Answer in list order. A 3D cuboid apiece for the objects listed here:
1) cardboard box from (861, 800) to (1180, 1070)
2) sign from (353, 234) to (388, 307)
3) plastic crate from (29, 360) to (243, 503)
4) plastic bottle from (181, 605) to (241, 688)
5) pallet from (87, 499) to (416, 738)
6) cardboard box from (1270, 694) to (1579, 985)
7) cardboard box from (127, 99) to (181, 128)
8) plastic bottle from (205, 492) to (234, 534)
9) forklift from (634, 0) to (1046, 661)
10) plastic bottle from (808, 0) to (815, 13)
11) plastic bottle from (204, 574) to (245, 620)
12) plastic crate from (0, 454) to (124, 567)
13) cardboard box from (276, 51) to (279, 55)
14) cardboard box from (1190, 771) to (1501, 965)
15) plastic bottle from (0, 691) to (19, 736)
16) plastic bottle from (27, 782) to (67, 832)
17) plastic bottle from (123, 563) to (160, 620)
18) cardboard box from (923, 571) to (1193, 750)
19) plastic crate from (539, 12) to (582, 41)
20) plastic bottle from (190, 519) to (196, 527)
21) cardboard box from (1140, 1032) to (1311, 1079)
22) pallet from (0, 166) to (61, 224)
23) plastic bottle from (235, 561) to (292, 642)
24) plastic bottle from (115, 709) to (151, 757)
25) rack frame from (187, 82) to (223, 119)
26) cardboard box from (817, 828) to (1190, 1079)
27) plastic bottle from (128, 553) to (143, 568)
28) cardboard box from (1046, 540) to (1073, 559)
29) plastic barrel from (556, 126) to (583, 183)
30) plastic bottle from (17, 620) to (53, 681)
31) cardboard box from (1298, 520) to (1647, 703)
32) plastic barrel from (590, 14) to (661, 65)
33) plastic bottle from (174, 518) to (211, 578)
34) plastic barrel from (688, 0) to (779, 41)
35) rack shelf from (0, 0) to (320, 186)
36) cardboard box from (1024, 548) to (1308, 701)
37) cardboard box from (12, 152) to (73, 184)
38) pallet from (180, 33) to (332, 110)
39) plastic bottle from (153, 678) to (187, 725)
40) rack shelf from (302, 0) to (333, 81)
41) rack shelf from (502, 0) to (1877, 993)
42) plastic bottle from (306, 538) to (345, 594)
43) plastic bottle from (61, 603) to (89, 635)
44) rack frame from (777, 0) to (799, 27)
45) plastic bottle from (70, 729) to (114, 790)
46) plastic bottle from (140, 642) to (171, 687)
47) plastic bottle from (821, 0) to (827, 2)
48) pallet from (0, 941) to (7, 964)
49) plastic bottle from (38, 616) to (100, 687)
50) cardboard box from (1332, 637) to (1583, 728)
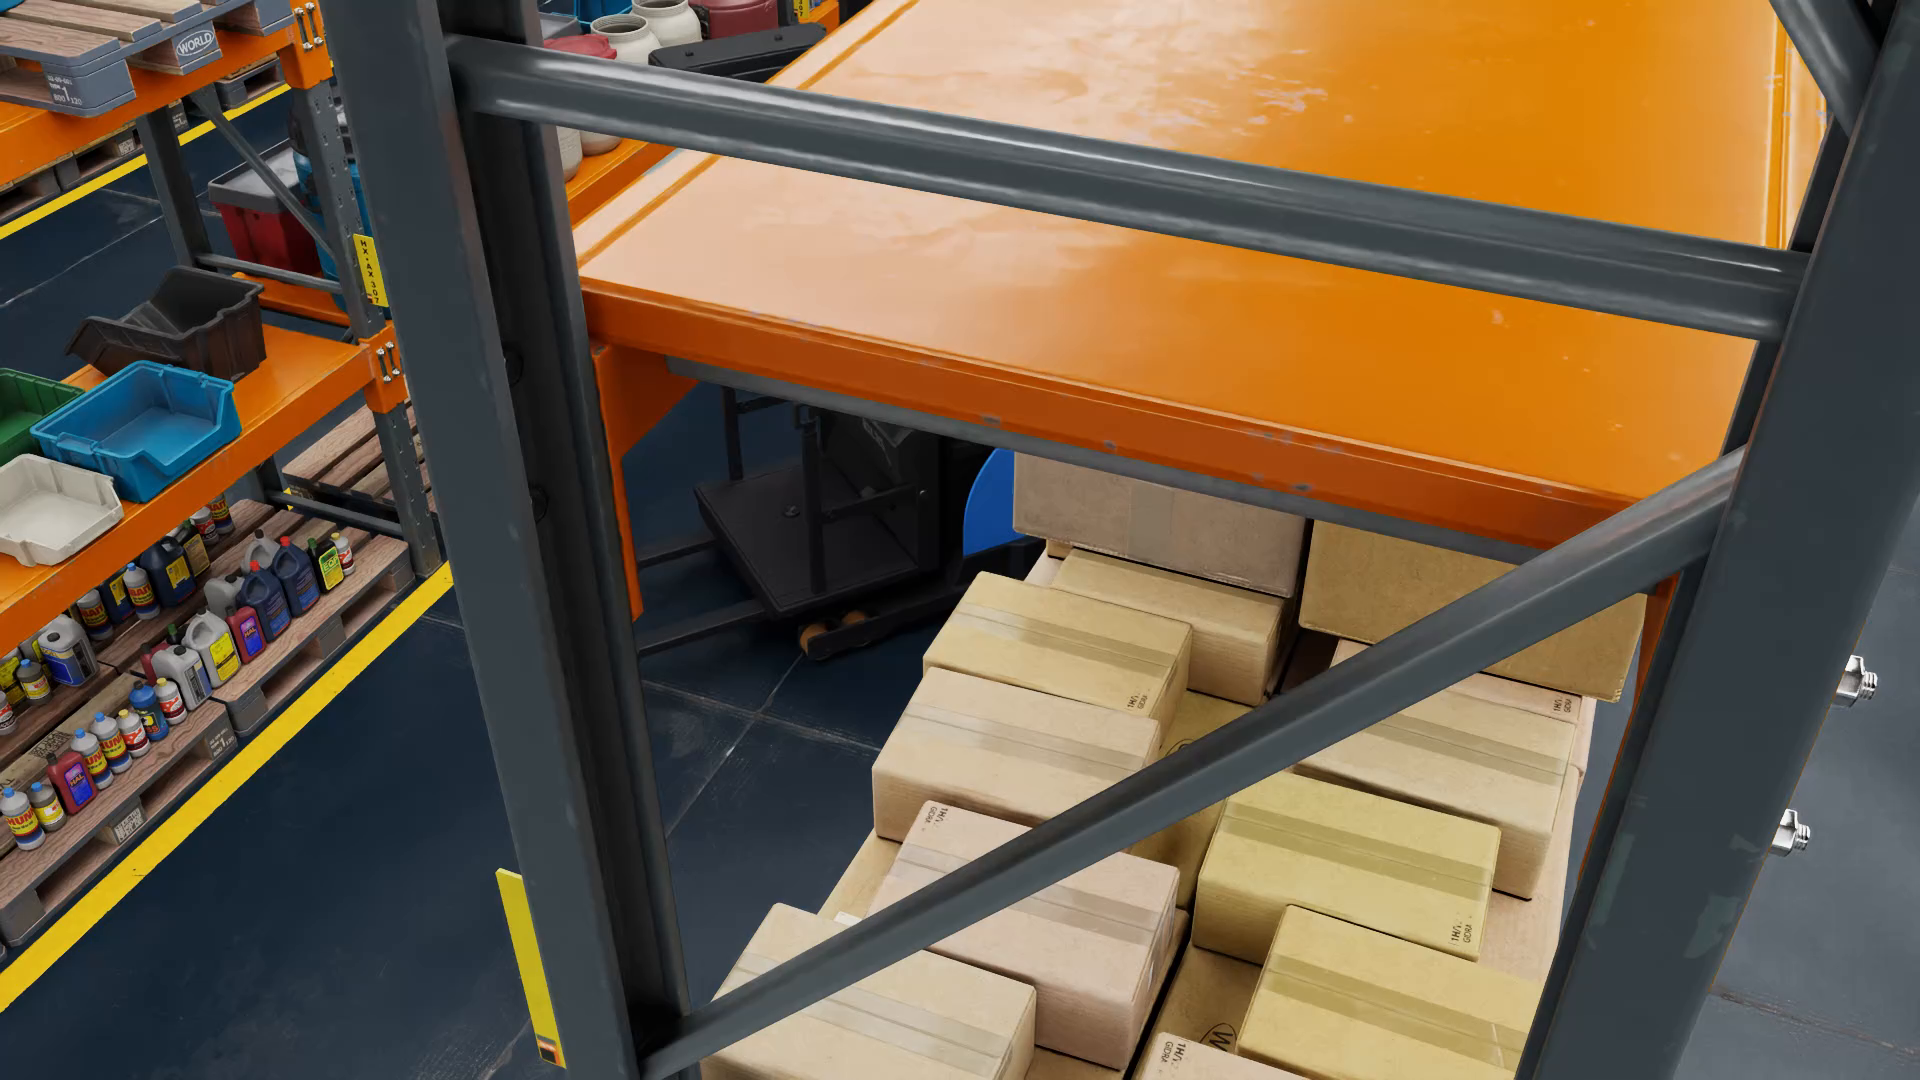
[{"bbox_3d":[0.085,0.540,2.308,0.380,0.149,0.250,13,39,16],"label":"cardboard box"},{"bbox_3d":[-2.493,-1.139,7.037,0.100,0.325,0.005,14,39,18],"label":"sign"},{"bbox_3d":[-3.168,-0.425,6.437,0.499,0.251,0.616,14,39,18],"label":"plastic crate"},{"bbox_3d":[-3.172,0.433,7.010,0.144,0.351,0.185,14,39,17],"label":"plastic bottle"},{"bbox_3d":[-3.292,0.320,7.645,1.003,0.211,1.213,14,39,18],"label":"pallet"},{"bbox_3d":[0.674,0.548,2.632,0.500,0.250,0.500,13,39,17],"label":"cardboard box"},{"bbox_3d":[-6.030,-3.224,12.004,0.500,0.250,0.500,15,39,19],"label":"cardboard box"},{"bbox_3d":[-3.524,-0.166,7.878,0.097,0.271,0.097,0,37,0],"label":"plastic bottle"},{"bbox_3d":[-0.617,-0.995,7.133,3.031,2.935,1.130,-17,40,-22],"label":"forklift"},{"bbox_3d":[-1.012,-3.490,10.517,0.152,0.276,0.135,14,39,18],"label":"plastic bottle"},{"bbox_3d":[-3.196,0.264,7.299,0.152,0.276,0.135,14,39,18],"label":"plastic bottle"},{"bbox_3d":[-3.381,-0.097,6.094,0.530,0.136,0.437,14,39,18],"label":"plastic crate"},{"bbox_3d":[-5.424,-4.157,13.027,0.500,0.500,0.500,12,39,16],"label":"cardboard box"},{"bbox_3d":[0.550,0.494,2.371,0.380,0.149,0.250,13,39,17],"label":"cardboard box"},{"bbox_3d":[-3.930,0.691,6.789,0.097,0.201,0.097,0,37,0],"label":"plastic bottle"},{"bbox_3d":[-3.502,1.010,6.363,0.097,0.201,0.097,0,37,0],"label":"plastic bottle"},{"bbox_3d":[-3.632,0.218,7.365,0.097,0.271,0.097,0,37,0],"label":"plastic bottle"},{"bbox_3d":[0.161,0.220,2.737,0.380,0.149,0.250,14,39,18],"label":"cardboard box"},{"bbox_3d":[-2.374,-2.574,9.135,0.402,0.464,0.583,14,39,18],"label":"plastic crate"},{"bbox_3d":[-3.602,-0.025,7.748,0.097,0.201,0.097,0,37,0],"label":"plastic bottle"},{"bbox_3d":[0.379,0.783,1.984,0.380,0.149,0.250,14,39,17],"label":"cardboard box"},{"bbox_3d":[-6.870,-2.267,11.107,1.003,0.211,1.213,14,39,18],"label":"pallet"},{"bbox_3d":[-3.049,0.254,7.250,0.144,0.351,0.185,12,38,15],"label":"plastic bottle"},{"bbox_3d":[-3.335,0.767,6.688,0.097,0.201,0.097,0,37,0],"label":"plastic bottle"},{"bbox_3d":[-6.055,-4.504,11.771,1.000,3.000,0.127,14,39,18],"label":"rack frame"},{"bbox_3d":[0.009,0.718,2.404,0.500,0.250,0.500,15,39,19],"label":"cardboard box"},{"bbox_3d":[-3.689,0.078,7.485,0.144,0.351,0.185,15,39,19],"label":"plastic bottle"},{"bbox_3d":[0.380,-0.061,3.113,0.380,0.149,0.250,12,38,15],"label":"cardboard box"},{"bbox_3d":[-2.152,-2.100,8.440,0.433,0.535,0.433,0,37,0],"label":"plastic barrel"},{"bbox_3d":[-3.922,0.418,7.031,0.144,0.351,0.185,14,39,17],"label":"plastic bottle"},{"bbox_3d":[0.875,-0.138,2.674,0.500,0.500,0.500,14,39,18],"label":"cardboard box"},{"bbox_3d":[-1.830,-2.567,9.086,0.421,0.512,0.421,0,37,0],"label":"plastic barrel"},{"bbox_3d":[-3.523,0.038,7.595,0.061,0.283,0.133,14,39,18],"label":"plastic bottle"},{"bbox_3d":[-1.372,-3.102,9.781,0.600,0.536,0.708,14,39,18],"label":"plastic barrel"},{"bbox_3d":[-3.759,-0.965,5.131,1.077,0.370,4.000,14,39,18],"label":"rack shelf"},{"bbox_3d":[0.399,0.159,3.152,0.500,0.250,0.500,15,39,19],"label":"cardboard box"},{"bbox_3d":[-6.417,-2.660,11.250,0.500,0.250,0.500,15,39,19],"label":"cardboard box"},{"bbox_3d":[-5.736,-3.792,13.147,1.003,0.211,1.213,14,39,18],"label":"pallet"},{"bbox_3d":[-3.257,0.653,6.840,0.097,0.201,0.097,0,37,0],"label":"plastic bottle"},{"bbox_3d":[-2.237,-3.180,8.094,1.077,0.370,4.000,14,39,18],"label":"rack shelf"},{"bbox_3d":[0.822,-1.037,2.725,1.077,0.370,4.000,14,39,18],"label":"rack shelf"},{"bbox_3d":[-2.876,0.094,7.520,0.061,0.283,0.133,16,40,20],"label":"plastic bottle"},{"bbox_3d":[-3.862,0.291,7.256,0.061,0.283,0.133,16,40,20],"label":"plastic bottle"},{"bbox_3d":[-1.476,-3.374,10.258,1.000,3.000,0.127,14,39,18],"label":"rack frame"},{"bbox_3d":[-3.411,0.850,6.519,0.097,0.271,0.097,0,37,0],"label":"plastic bottle"},{"bbox_3d":[-3.336,0.525,6.943,0.061,0.283,0.133,14,39,18],"label":"plastic bottle"},{"bbox_3d":[-0.906,-3.572,10.689,0.097,0.201,0.097,0,37,0],"label":"plastic bottle"},{"bbox_3d":[-4.220,1.671,5.838,1.003,0.211,1.213,14,39,18],"label":"pallet"},{"bbox_3d":[-3.776,0.468,7.026,0.152,0.276,0.135,14,39,18],"label":"plastic bottle"},{"bbox_3d":[0.815,0.225,2.730,0.380,0.149,0.250,14,39,18],"label":"cardboard box"}]
